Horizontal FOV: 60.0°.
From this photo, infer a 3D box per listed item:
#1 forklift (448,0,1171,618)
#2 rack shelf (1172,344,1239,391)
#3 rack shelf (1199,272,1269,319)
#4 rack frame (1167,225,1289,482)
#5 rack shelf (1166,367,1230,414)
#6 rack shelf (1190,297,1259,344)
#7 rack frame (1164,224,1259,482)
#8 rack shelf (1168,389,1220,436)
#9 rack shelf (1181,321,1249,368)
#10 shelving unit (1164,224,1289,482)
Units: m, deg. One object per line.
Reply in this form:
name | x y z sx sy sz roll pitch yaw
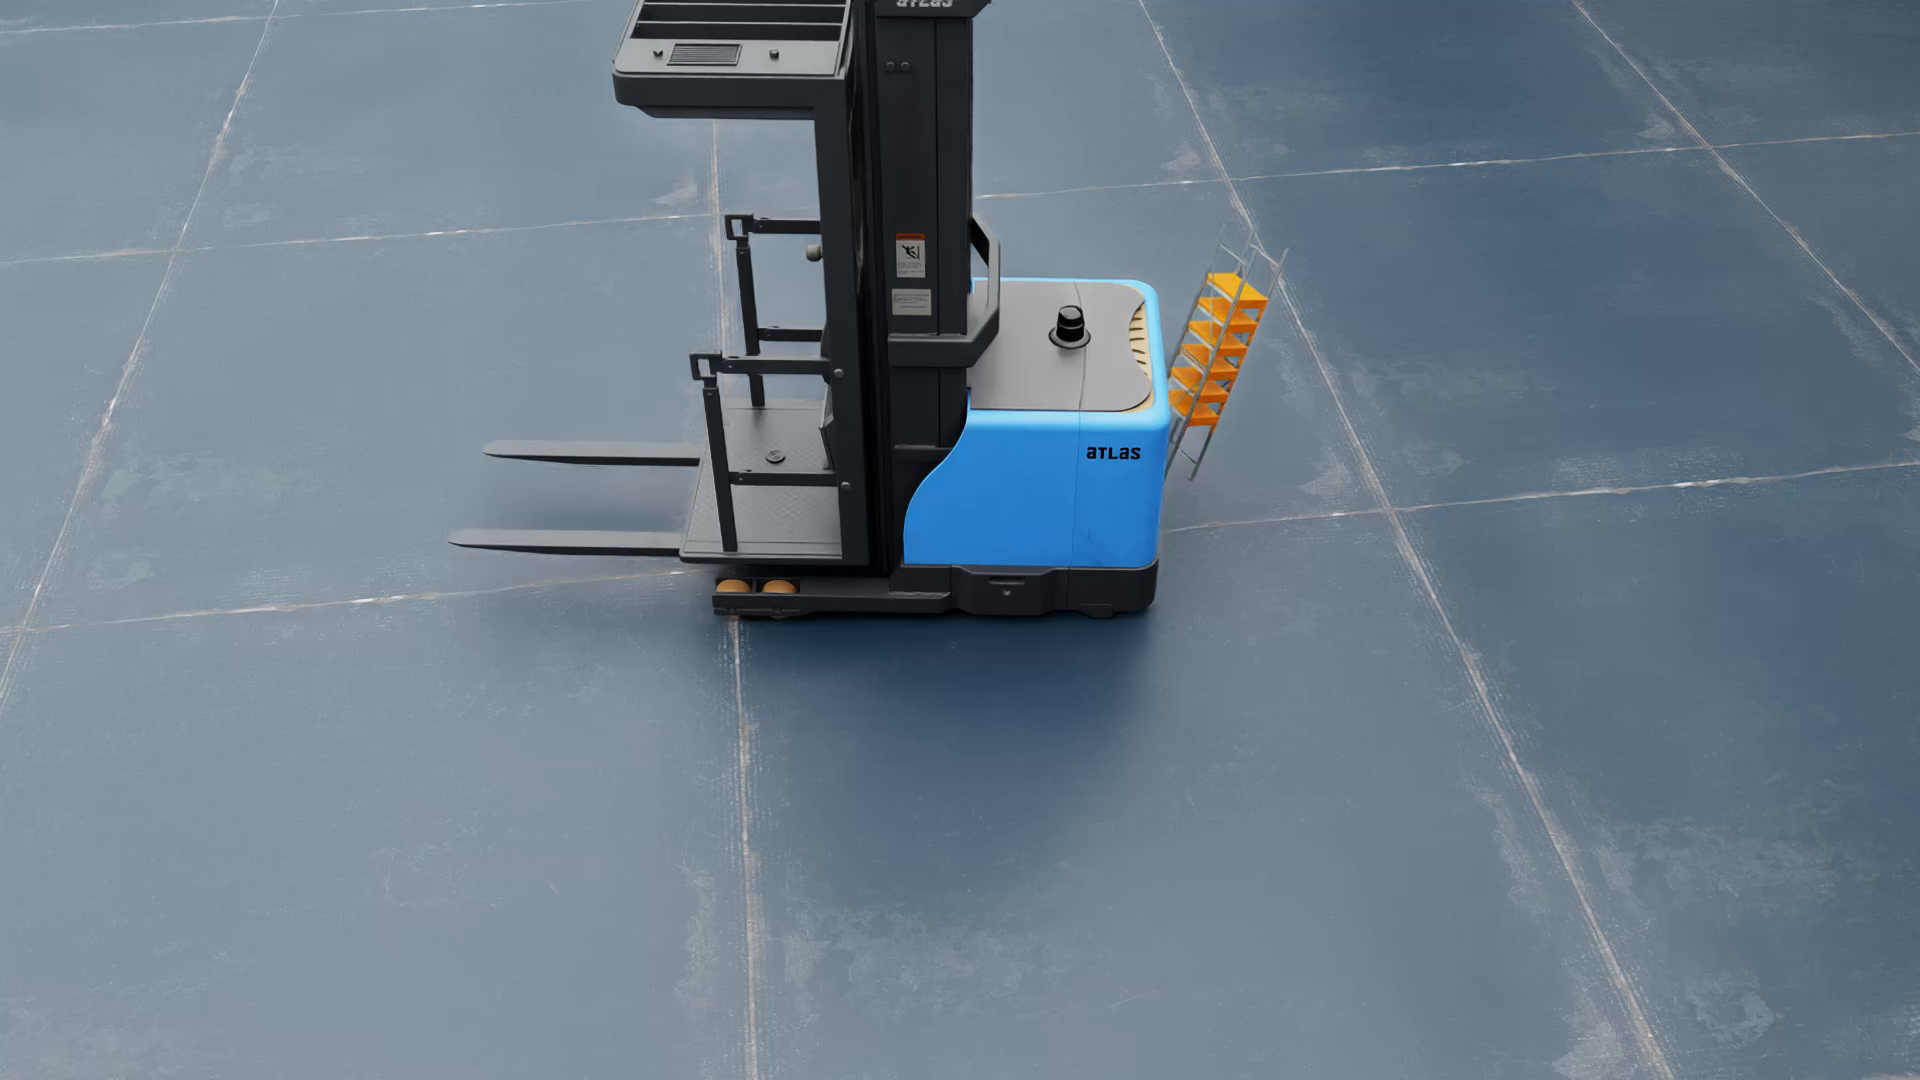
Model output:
forklift | -0.671 -1.110 6.507 3.031 2.935 1.130 1 42 1
rack shelf | 1.102 -0.784 7.500 0.180 0.103 0.258 -6 39 -34
rack shelf | 1.200 -1.076 7.314 0.180 0.103 0.258 -6 39 -34
rack frame | 1.189 -0.828 7.529 0.006 1.200 0.240 -6 39 -34
rack shelf | 1.069 -0.687 7.563 0.180 0.103 0.258 -6 39 -34
rack shelf | 1.167 -0.979 7.376 0.180 0.103 0.258 -6 39 -34
rack frame | 1.039 -0.812 7.426 0.006 1.200 0.240 -6 39 -34
rack shelf | 1.037 -0.589 7.625 0.180 0.103 0.258 -6 39 -34
rack shelf | 1.135 -0.881 7.438 0.180 0.103 0.258 -6 39 -34
shelving unit | 1.114 -0.820 7.477 0.189 1.200 0.258 -6 39 -34
